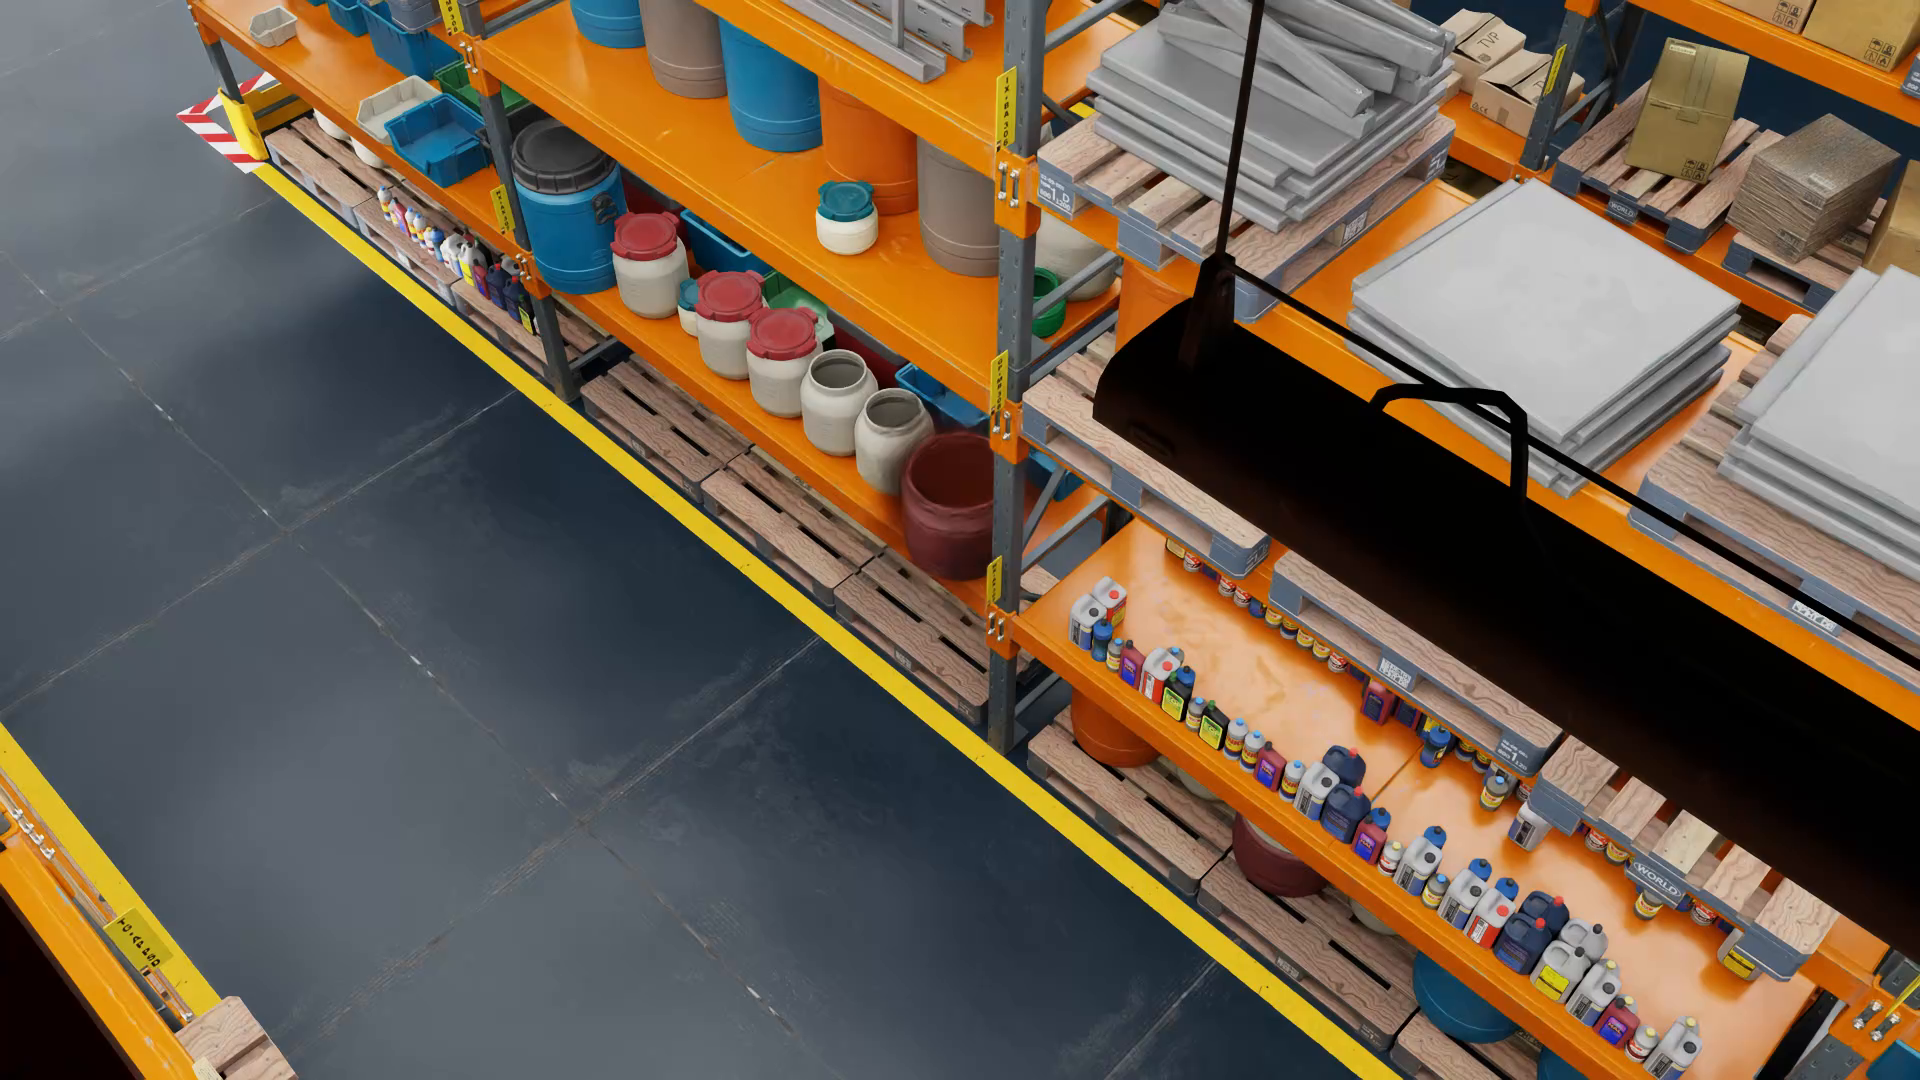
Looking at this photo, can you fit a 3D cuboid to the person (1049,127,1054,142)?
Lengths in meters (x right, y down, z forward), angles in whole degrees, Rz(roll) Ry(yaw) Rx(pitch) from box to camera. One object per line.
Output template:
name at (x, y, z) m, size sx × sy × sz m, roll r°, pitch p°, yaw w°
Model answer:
person at (0.401, -2.487, 11.489) m, size 0.967 × 1.410 × 0.452 m, roll 16°, pitch 52°, yaw 13°
